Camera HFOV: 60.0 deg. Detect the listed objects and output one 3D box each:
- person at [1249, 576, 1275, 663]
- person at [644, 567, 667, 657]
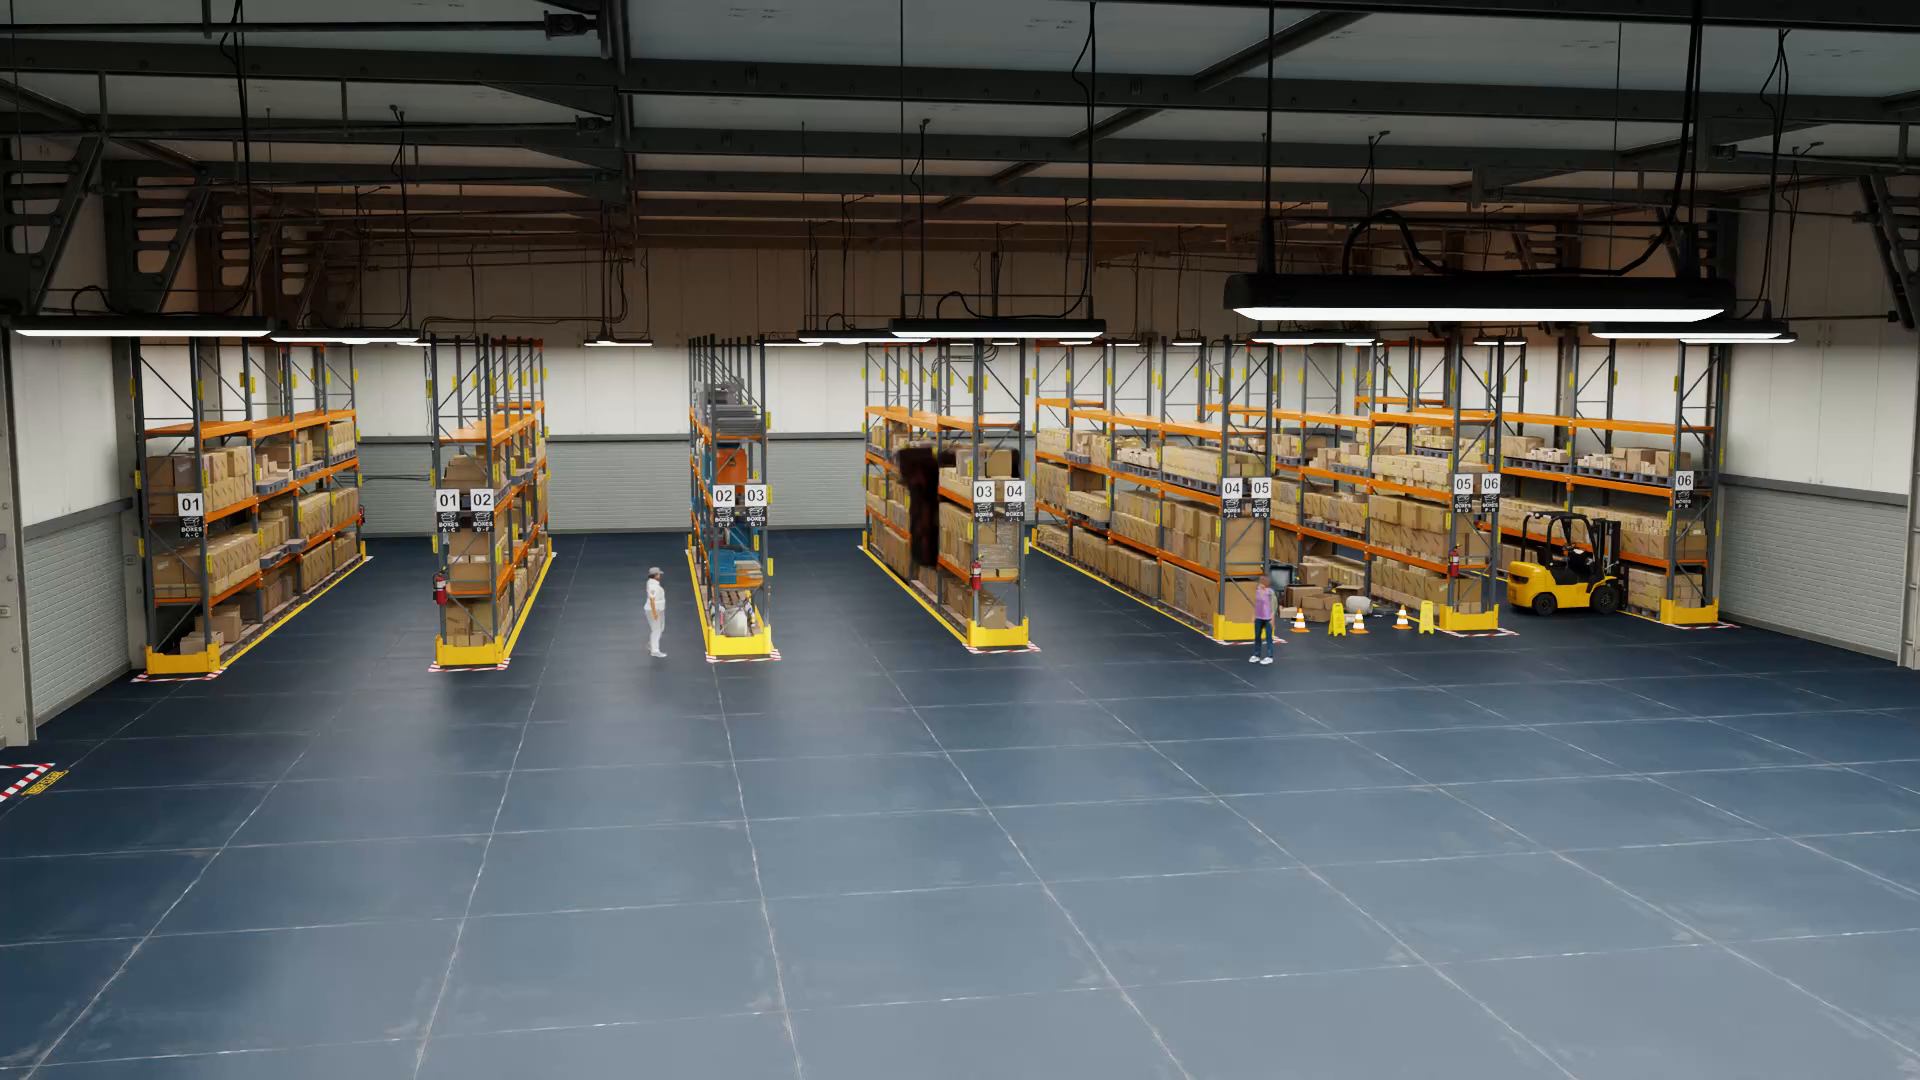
[{"bbox_3d":[5.523,1.444,30.372,0.471,1.601,0.388,6,9,43],"label":"person"},{"bbox_3d":[-5.726,1.353,31.186,0.459,1.705,0.561,0,7,0],"label":"person"}]
